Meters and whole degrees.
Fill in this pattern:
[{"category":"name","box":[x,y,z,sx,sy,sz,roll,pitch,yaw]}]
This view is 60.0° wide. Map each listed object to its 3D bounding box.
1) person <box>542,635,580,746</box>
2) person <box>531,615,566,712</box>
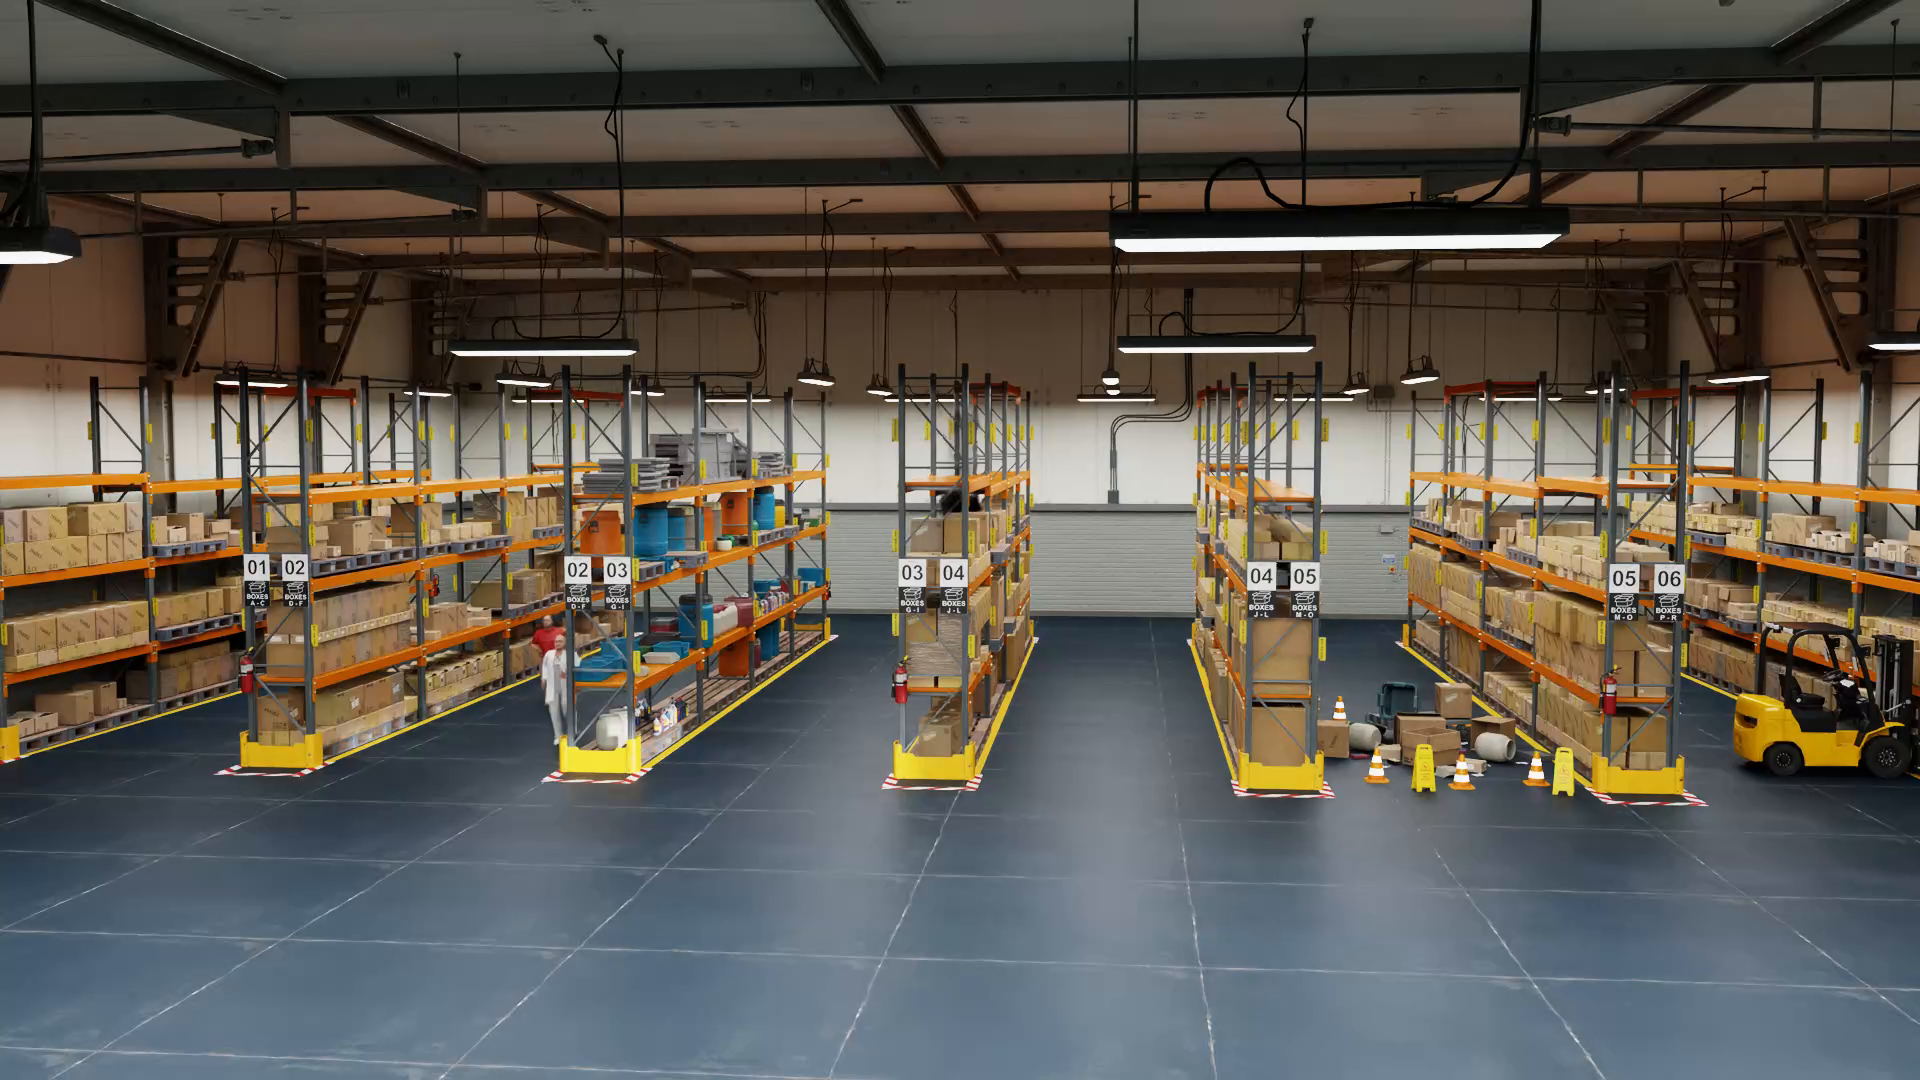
[{"category":"person","box":[-6.429,2.398,26.823,0.711,1.750,0.884,0,4,3]},{"category":"person","box":[-7.425,2.240,30.121,0.669,1.774,0.770,0,4,1]}]
